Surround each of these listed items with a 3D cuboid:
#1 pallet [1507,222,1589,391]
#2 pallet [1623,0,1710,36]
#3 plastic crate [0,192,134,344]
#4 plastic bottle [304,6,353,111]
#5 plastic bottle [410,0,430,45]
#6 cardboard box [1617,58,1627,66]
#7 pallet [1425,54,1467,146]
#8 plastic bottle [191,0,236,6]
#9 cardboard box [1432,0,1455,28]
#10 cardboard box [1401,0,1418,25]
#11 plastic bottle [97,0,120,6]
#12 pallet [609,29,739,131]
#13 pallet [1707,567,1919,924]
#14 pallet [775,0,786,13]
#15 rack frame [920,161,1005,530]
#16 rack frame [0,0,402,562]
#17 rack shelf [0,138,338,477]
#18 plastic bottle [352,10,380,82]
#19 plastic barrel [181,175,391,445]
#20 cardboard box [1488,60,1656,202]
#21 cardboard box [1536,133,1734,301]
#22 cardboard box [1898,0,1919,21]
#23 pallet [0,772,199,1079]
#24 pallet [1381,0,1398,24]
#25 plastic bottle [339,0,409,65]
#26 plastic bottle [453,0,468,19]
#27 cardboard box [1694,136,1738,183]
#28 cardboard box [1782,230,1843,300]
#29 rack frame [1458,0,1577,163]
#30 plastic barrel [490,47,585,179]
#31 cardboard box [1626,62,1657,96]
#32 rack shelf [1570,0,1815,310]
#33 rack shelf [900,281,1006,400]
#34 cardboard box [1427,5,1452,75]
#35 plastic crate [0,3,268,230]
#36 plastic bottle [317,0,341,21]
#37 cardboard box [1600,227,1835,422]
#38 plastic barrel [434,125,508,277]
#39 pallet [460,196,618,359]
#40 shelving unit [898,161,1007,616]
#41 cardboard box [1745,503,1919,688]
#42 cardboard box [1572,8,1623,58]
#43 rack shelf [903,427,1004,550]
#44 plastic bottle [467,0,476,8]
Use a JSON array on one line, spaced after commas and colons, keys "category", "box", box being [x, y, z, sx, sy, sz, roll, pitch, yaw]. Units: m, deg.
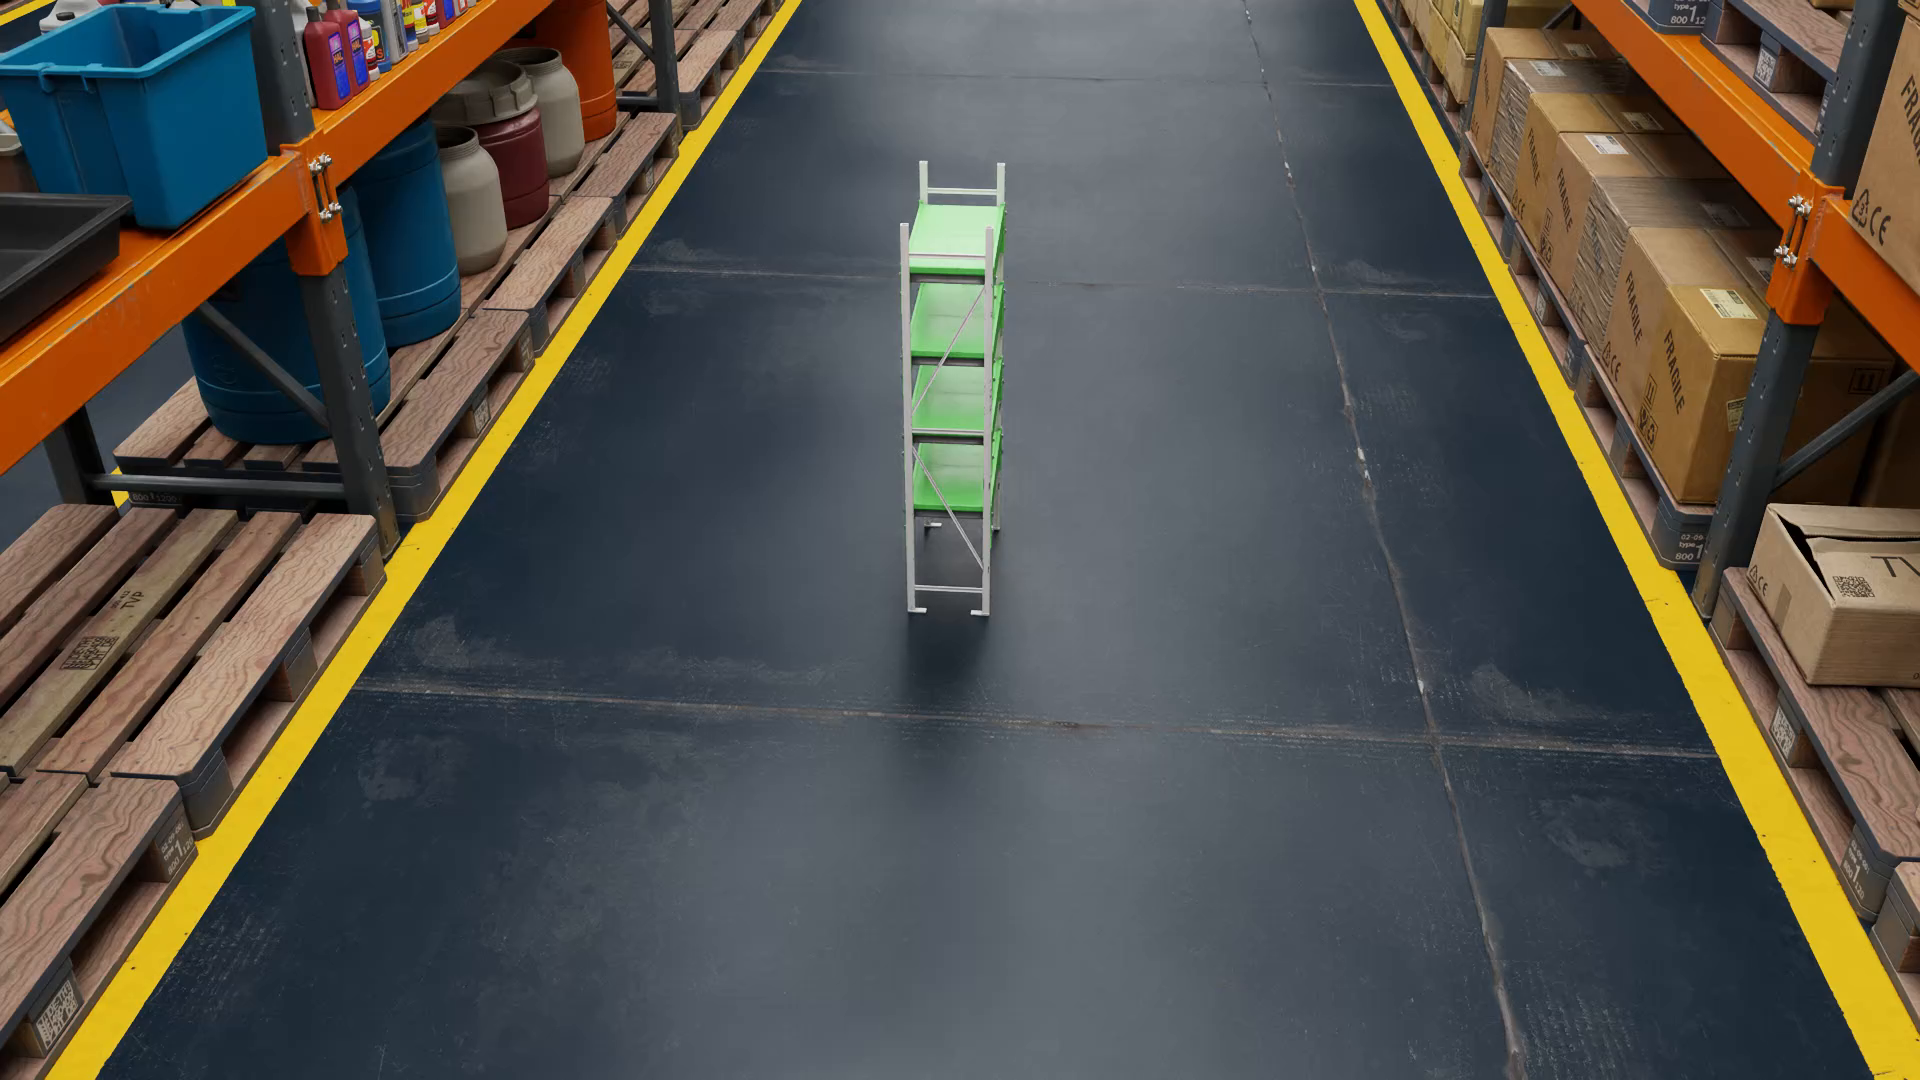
[{"category": "pallet", "box": [2.798, -0.928, 6.555, 1.003, 0.211, 1.213, 2, 32, 4]}, {"category": "pallet", "box": [2.845, -2.042, 5.887, 1.003, 0.211, 1.213, 2, 32, 4]}, {"category": "plastic crate", "box": [-2.087, -0.574, 3.527, 0.437, 0.125, 0.590, 2, 32, 4]}, {"category": "plastic bottle", "box": [-1.809, -1.386, 4.751, 0.061, 0.283, 0.133, 2, 32, 4]}, {"category": "plastic bottle", "box": [-1.772, -1.705, 5.347, 0.097, 0.201, 0.097, 0, 32, 0]}, {"category": "cardboard box", "box": [3.334, -2.410, 8.522, 0.500, 0.250, 0.500, 2, 32, 4]}, {"category": "pallet", "box": [3.104, -2.382, 8.914, 1.003, 0.211, 1.213, 2, 32, 4]}, {"category": "plastic bottle", "box": [-2.372, -1.730, 5.245, 0.144, 0.351, 0.185, 2, 32, 4]}, {"category": "cardboard box", "box": [2.831, -2.944, 8.854, 0.500, 0.311, 0.500, 2, 32, 3]}, {"category": "cardboard box", "box": [2.919, -3.236, 9.862, 0.500, 0.250, 0.500, 3, 32, 5]}, {"category": "plastic bottle", "box": [-2.581, -1.556, 5.026, 0.061, 0.283, 0.133, 2, 32, 4]}, {"category": "pallet", "box": [-1.837, -2.570, 9.220, 1.003, 0.211, 1.213, 2, 32, 4]}, {"category": "pallet", "box": [2.616, 0.497, 4.242, 1.003, 0.211, 1.213, 2, 32, 4]}, {"category": "pallet", "box": [-1.638, -3.846, 11.290, 1.003, 0.211, 1.213, 2, 32, 4]}, {"category": "rack frame", "box": [0.006, -0.552, 5.002, 0.240, 1.200, 0.015, 2, 32, 4]}, {"category": "rack frame", "box": [-2.264, -1.262, 4.439, 1.000, 3.000, 0.127, 2, 32, 4]}, {"category": "rack shelf", "box": [-2.427, 0.090, 2.931, 1.077, 0.370, 4.000, 2, 32, 4]}, {"category": "plastic bottle", "box": [-1.807, -1.482, 4.985, 0.097, 0.201, 0.097, 0, 32, 0]}, {"category": "plastic barrel", "box": [-2.203, -0.832, 5.340, 0.600, 0.901, 0.708, 2, 32, 4]}, {"category": "cardboard box", "box": [2.639, -1.764, 7.216, 0.500, 0.500, 0.500, 1, 32, 2]}, {"category": "cardboard box", "box": [2.556, -1.229, 6.348, 0.500, 0.500, 0.500, 1, 32, 2]}, {"category": "cardboard box", "box": [2.354, -1.283, 3.424, 0.500, 0.500, 0.500, 3, 32, 5]}, {"category": "pallet", "box": [-2.382, 0.951, 3.506, 1.003, 0.211, 1.213, 2, 32, 4]}, {"category": "pallet", "box": [3.303, -3.658, 10.984, 1.003, 0.211, 1.213, 2, 32, 4]}, {"category": "plastic bottle", "box": [-1.817, -1.627, 5.149, 0.152, 0.276, 0.135, 2, 32, 4]}, {"category": "plastic bottle", "box": [-1.771, -1.919, 5.624, 0.152, 0.276, 0.135, 2, 32, 4]}, {"category": "cardboard box", "box": [3.077, -1.219, 6.333, 0.500, 0.500, 0.500, 1, 32, 2]}, {"category": "cardboard box", "box": [2.987, -0.694, 5.480, 0.500, 0.500, 0.500, 3, 32, 5]}, {"category": "rack frame", "box": [2.998, -3.140, 7.487, 1.000, 3.000, 0.127, 2, 32, 4]}, {"category": "plastic barrel", "box": [-1.918, -1.918, 7.474, 0.421, 0.512, 0.421, 0, 32, 0]}, {"category": "cardboard box", "box": [3.156, -1.764, 7.217, 0.500, 0.500, 0.500, 4, 32, 6]}, {"category": "rack shelf", "box": [2.835, -1.788, 5.979, 1.077, 0.370, 4.000, 2, 32, 4]}, {"category": "rack shelf", "box": [-0.013, -0.574, 4.702, 0.258, 0.148, 0.480, 2, 32, 4]}, {"category": "cardboard box", "box": [2.836, -2.704, 8.999, 0.500, 0.250, 0.500, 2, 32, 3]}, {"category": "plastic crate", "box": [-1.962, -1.022, 4.008, 0.392, 0.384, 0.575, 2, 32, 4]}, {"category": "plastic bottle", "box": [-1.943, -1.590, 5.161, 0.097, 0.201, 0.097, 0, 32, 0]}, {"category": "cardboard box", "box": [2.476, -0.700, 5.491, 0.500, 0.500, 0.500, 3, 32, 4]}, {"category": "plastic barrel", "box": [-2.010, -1.327, 6.516, 0.421, 0.512, 0.421, 0, 32, 0]}, {"category": "pallet", "box": [-2.063, -1.117, 6.861, 1.003, 0.211, 1.213, 2, 32, 4]}, {"category": "shelving unit", "box": [-0.013, -0.424, 4.795, 0.258, 1.200, 0.503, 2, 32, 4]}, {"category": "cardboard box", "box": [2.423, 0.119, 4.342, 0.500, 0.311, 0.500, 2, 32, 4]}, {"category": "cardboard box", "box": [3.334, -2.649, 8.375, 0.500, 0.311, 0.500, 3, 32, 6]}, {"category": "rack shelf", "box": [-0.013, -0.166, 4.954, 0.258, 0.148, 0.480, 2, 32, 4]}, {"category": "plastic bottle", "box": [-1.734, -1.947, 5.740, 0.097, 0.201, 0.097, 0, 32, 0]}]
